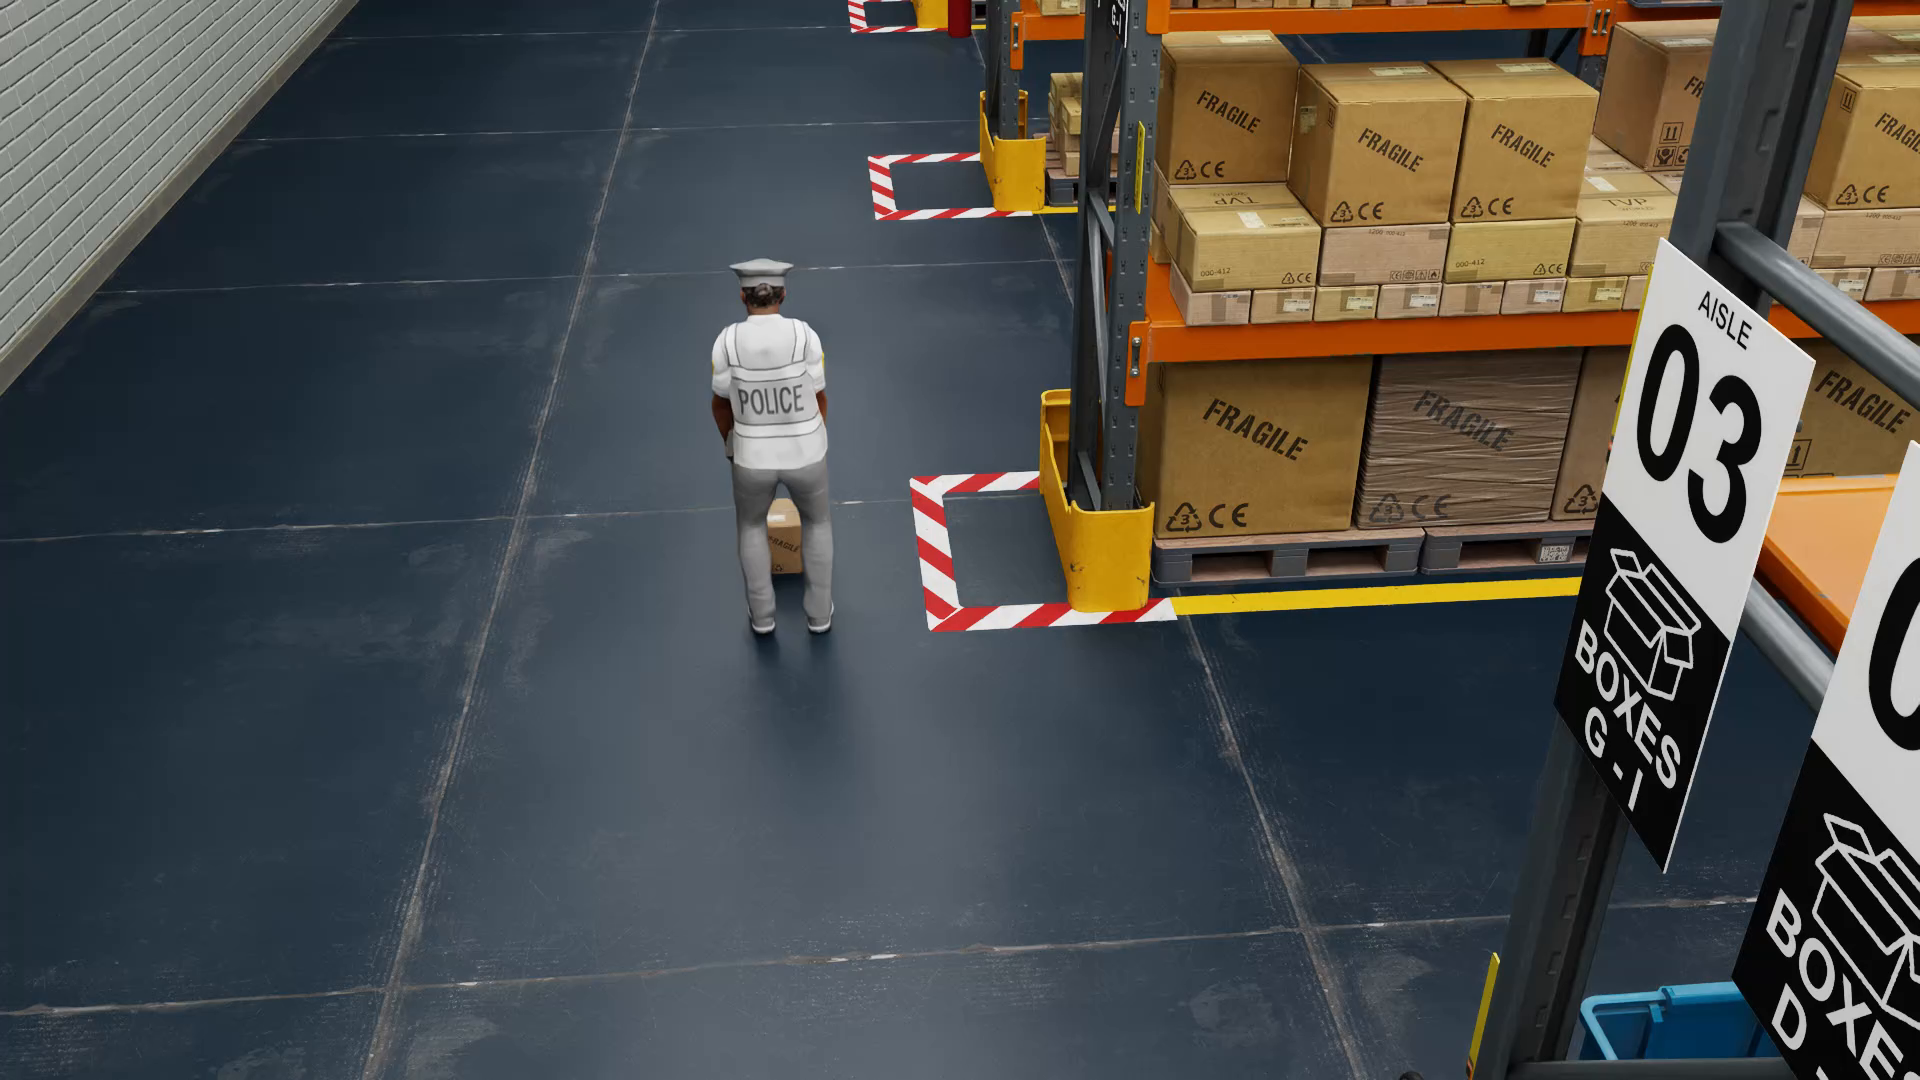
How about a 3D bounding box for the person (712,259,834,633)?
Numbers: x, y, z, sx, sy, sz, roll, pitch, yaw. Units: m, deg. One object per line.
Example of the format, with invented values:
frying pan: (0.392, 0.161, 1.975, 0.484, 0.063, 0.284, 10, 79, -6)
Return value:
person: (-0.762, -0.351, 6.771, 0.461, 1.615, 0.460, -2, 31, -3)
